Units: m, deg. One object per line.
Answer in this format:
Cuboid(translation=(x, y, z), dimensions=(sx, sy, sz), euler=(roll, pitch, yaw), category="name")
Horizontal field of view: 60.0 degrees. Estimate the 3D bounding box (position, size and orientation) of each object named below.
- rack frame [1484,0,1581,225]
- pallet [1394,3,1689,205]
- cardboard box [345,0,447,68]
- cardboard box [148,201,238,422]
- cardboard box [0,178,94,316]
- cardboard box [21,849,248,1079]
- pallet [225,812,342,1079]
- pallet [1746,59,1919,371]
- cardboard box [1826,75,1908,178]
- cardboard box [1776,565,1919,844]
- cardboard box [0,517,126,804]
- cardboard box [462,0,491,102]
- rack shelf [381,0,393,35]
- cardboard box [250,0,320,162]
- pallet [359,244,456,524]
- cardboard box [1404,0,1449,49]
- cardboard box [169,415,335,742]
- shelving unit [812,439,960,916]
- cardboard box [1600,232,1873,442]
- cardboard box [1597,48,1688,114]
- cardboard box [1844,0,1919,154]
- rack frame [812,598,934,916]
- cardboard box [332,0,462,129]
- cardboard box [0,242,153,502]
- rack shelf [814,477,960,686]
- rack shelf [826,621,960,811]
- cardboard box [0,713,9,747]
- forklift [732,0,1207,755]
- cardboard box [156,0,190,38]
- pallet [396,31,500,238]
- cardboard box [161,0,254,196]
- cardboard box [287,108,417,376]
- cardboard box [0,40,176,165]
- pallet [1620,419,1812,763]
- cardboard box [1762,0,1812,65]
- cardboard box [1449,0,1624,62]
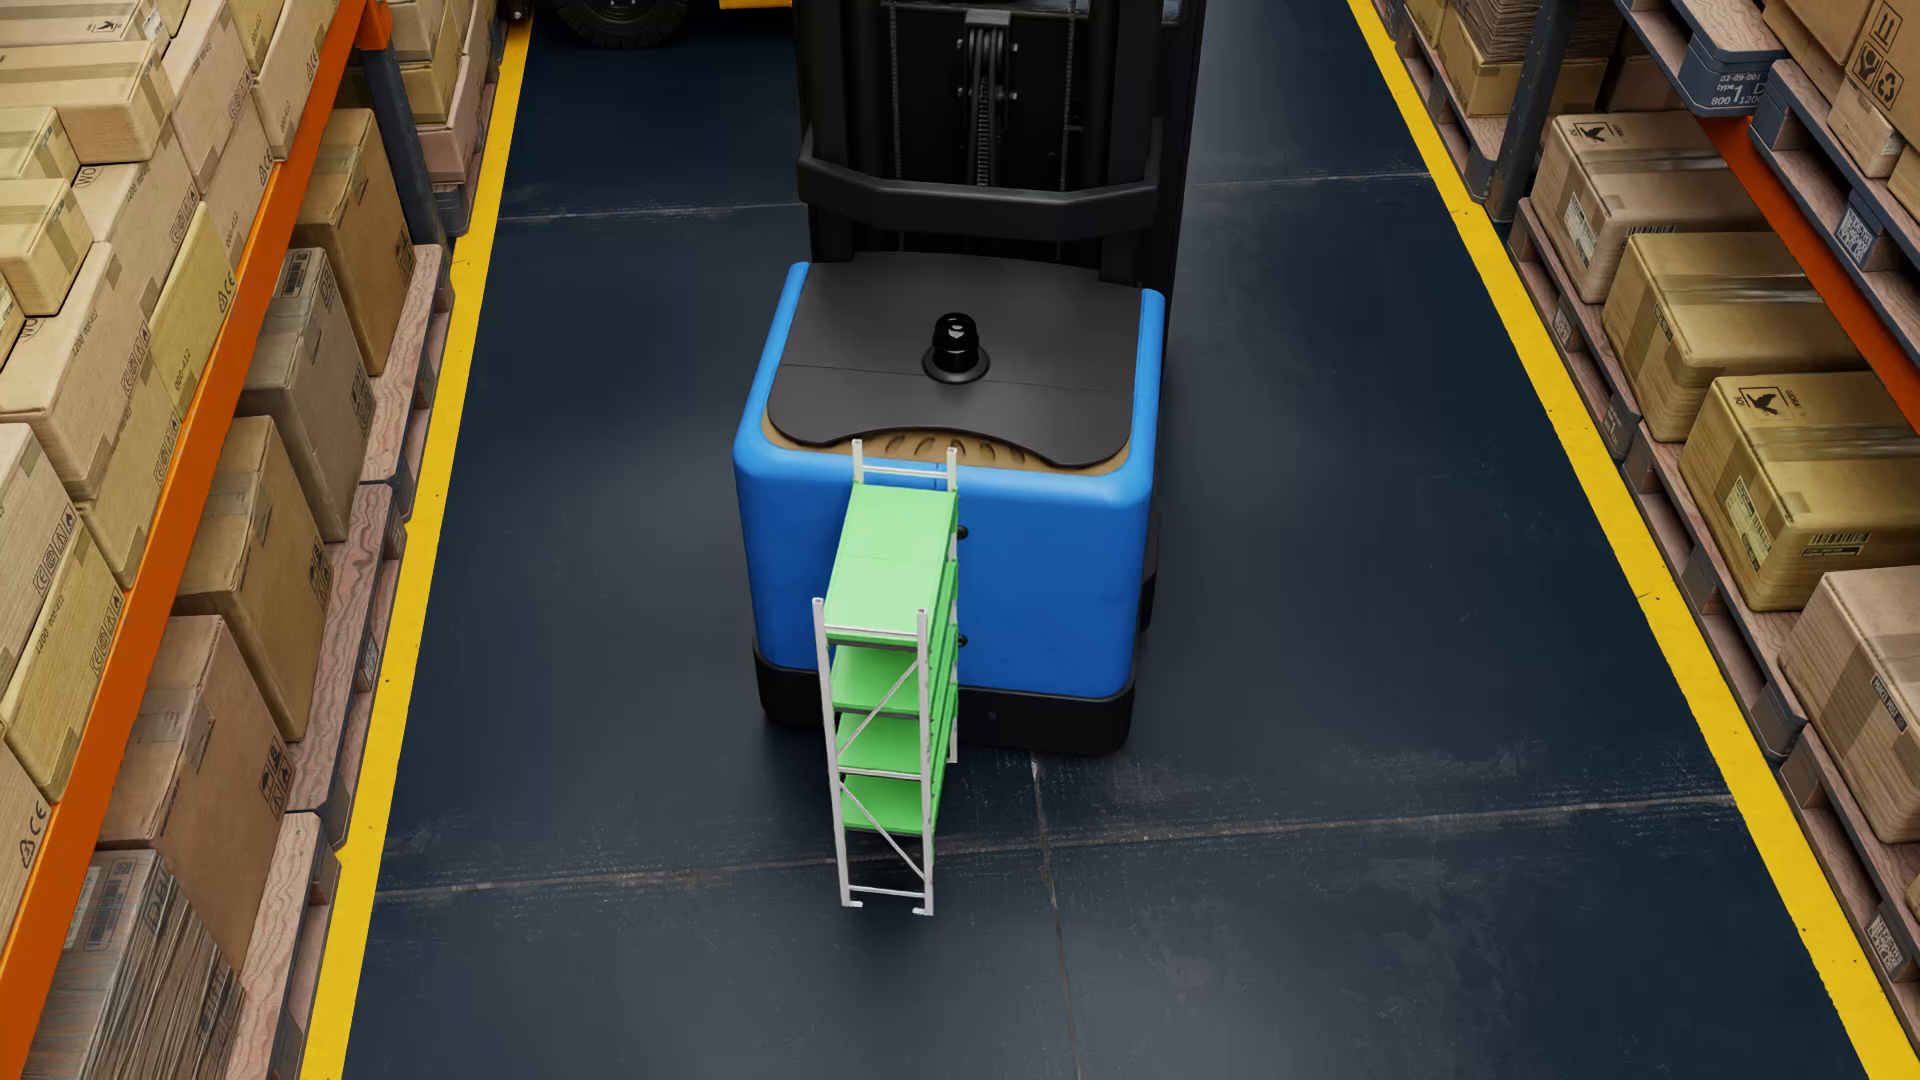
Cuboid(translation=(2.544, -2.318, 5.379), dimensions=(1.000, 3.000, 0.127), euler=(-3, 47, -3), category="rack frame")
Cuboid(translation=(2.453, -1.843, 6.850), dimensions=(1.003, 0.211, 1.213), euler=(-3, 47, -3), category="pallet")
Cuboid(translation=(-2.129, -1.925, 5.923), dimensions=(0.500, 0.250, 0.500), euler=(-4, 47, -4), category="cardboard box")
Cuboid(translation=(-1.989, -0.515, 3.776), dimensions=(0.500, 0.250, 0.500), euler=(-2, 47, -2), category="cardboard box")
Cuboid(translation=(-1.918, -0.558, 3.197), dimensions=(0.380, 0.149, 0.250), euler=(-3, 47, -2), category="cardboard box")
Cuboid(translation=(-2.105, 1.101, 3.488), dimensions=(0.875, 0.625, 0.625), euler=(-2, 47, -2), category="cardboard box")
Cuboid(translation=(-2.097, 1.242, 3.929), dimensions=(1.003, 0.211, 1.213), euler=(-3, 47, -3), category="pallet")
Cuboid(translation=(2.673, -0.787, 4.062), dimensions=(1.003, 0.211, 1.213), euler=(-3, 47, -3), category="pallet")
Cuboid(translation=(2.357, -1.012, 4.026), dimensions=(0.380, 0.149, 0.250), euler=(-2, 47, -2), category="cardboard box")
Cuboid(translation=(2.772, 0.393, 4.333), dimensions=(0.950, 0.372, 0.625), euler=(-4, 47, -4), category="cardboard box")
Cuboid(translation=(-1.898, 0.232, 3.067), dimensions=(0.500, 0.250, 0.500), euler=(-4, 47, -4), category="cardboard box")
Cuboid(translation=(-2.170, -1.949, 6.634), dimensions=(0.500, 0.250, 0.500), euler=(-4, 47, -4), category="cardboard box")
Cuboid(translation=(-2.569, -3.213, 6.722), dimensions=(1.077, 0.370, 4.000), euler=(-3, 47, -3), category="rack shelf")
Cuboid(translation=(-2.051, -1.250, 4.471), dimensions=(0.500, 0.250, 0.500), euler=(-4, 47, -4), category="cardboard box")
Cuboid(translation=(-2.301, -0.524, 5.601), dimensions=(1.003, 0.211, 1.213), euler=(-3, 47, -3), category="pallet")
Cuboid(translation=(2.172, -2.313, 6.979), dimensions=(0.500, 0.250, 0.500), euler=(-5, 47, -4), category="cardboard box")
Cuboid(translation=(-2.225, 0.141, 4.396), dimensions=(0.875, 0.625, 0.625), euler=(-5, 47, -5), category="cardboard box")
Cuboid(translation=(-0.158, 0.373, 4.070), dimensions=(0.258, 1.200, 0.503), euler=(5, 47, 5), category="shelving unit")
Cuboid(translation=(2.654, -0.659, 5.329), dimensions=(0.950, 0.372, 0.625), euler=(-1, 47, -1), category="cardboard box")
Cuboid(translation=(2.764, -1.960, 6.645), dimensions=(0.500, 0.250, 0.500), euler=(-5, 47, -5), category="cardboard box")
Cuboid(translation=(2.422, -1.150, 3.710), dimensions=(0.500, 0.500, 0.500), euler=(-5, 47, -5), category="cardboard box")
Cuboid(translation=(-0.189, 0.549, 3.903), dimensions=(0.240, 1.200, 0.015), euler=(5, 47, 5), category="rack frame")
Cuboid(translation=(-2.135, -1.753, 6.104), dimensions=(0.500, 0.250, 0.500), euler=(-4, 47, -3), category="cardboard box")
Cuboid(translation=(-1.927, -0.318, 3.244), dimensions=(0.500, 0.250, 0.500), euler=(-5, 47, -4), category="cardboard box")
Cuboid(translation=(-0.158, 0.087, 3.768), dimensions=(0.258, 0.148, 0.480), euler=(5, 47, 5), category="rack shelf")
Cuboid(translation=(-0.158, 0.417, 4.116), dimensions=(0.258, 0.148, 0.480), euler=(5, 47, 5), category="rack shelf")
Cuboid(translation=(-1.836, 0.423, 2.542), dimensions=(0.500, 0.250, 0.500), euler=(-4, 47, -3), category="cardboard box")
Cuboid(translation=(0.130, -1.494, 4.646), dimensions=(1.130, 2.935, 3.031), euler=(5, 47, 5), category="forklift")
Cuboid(translation=(-2.031, -1.296, 3.896), dimensions=(0.380, 0.149, 0.250), euler=(-4, 47, -4), category="cardboard box")
Cuboid(translation=(-2.426, -1.632, 6.651), dimensions=(1.003, 0.211, 1.213), euler=(-3, 47, -3), category="pallet")
Cuboid(translation=(-2.019, -1.052, 3.939), dimensions=(0.500, 0.250, 0.500), euler=(-3, 47, -3), category="cardboard box")
Cuboid(translation=(-2.347, -0.964, 5.444), dimensions=(0.875, 0.625, 0.625), euler=(-2, 47, -2), category="cardboard box")
Cuboid(translation=(-1.916, -0.927, 3.547), dimensions=(0.380, 0.149, 0.250), euler=(-5, 47, -4), category="cardboard box")
Cuboid(translation=(2.716, 0.089, 5.020), dimensions=(1.003, 0.211, 1.213), euler=(-3, 47, -3), category="pallet")
Cuboid(translation=(2.368, -1.386, 4.381), dimensions=(0.380, 0.149, 0.250), euler=(-3, 47, -3), category="cardboard box")
Cuboid(translation=(2.227, -2.186, 6.343), dimensions=(0.500, 0.500, 0.500), euler=(-4, 47, -4), category="cardboard box")
